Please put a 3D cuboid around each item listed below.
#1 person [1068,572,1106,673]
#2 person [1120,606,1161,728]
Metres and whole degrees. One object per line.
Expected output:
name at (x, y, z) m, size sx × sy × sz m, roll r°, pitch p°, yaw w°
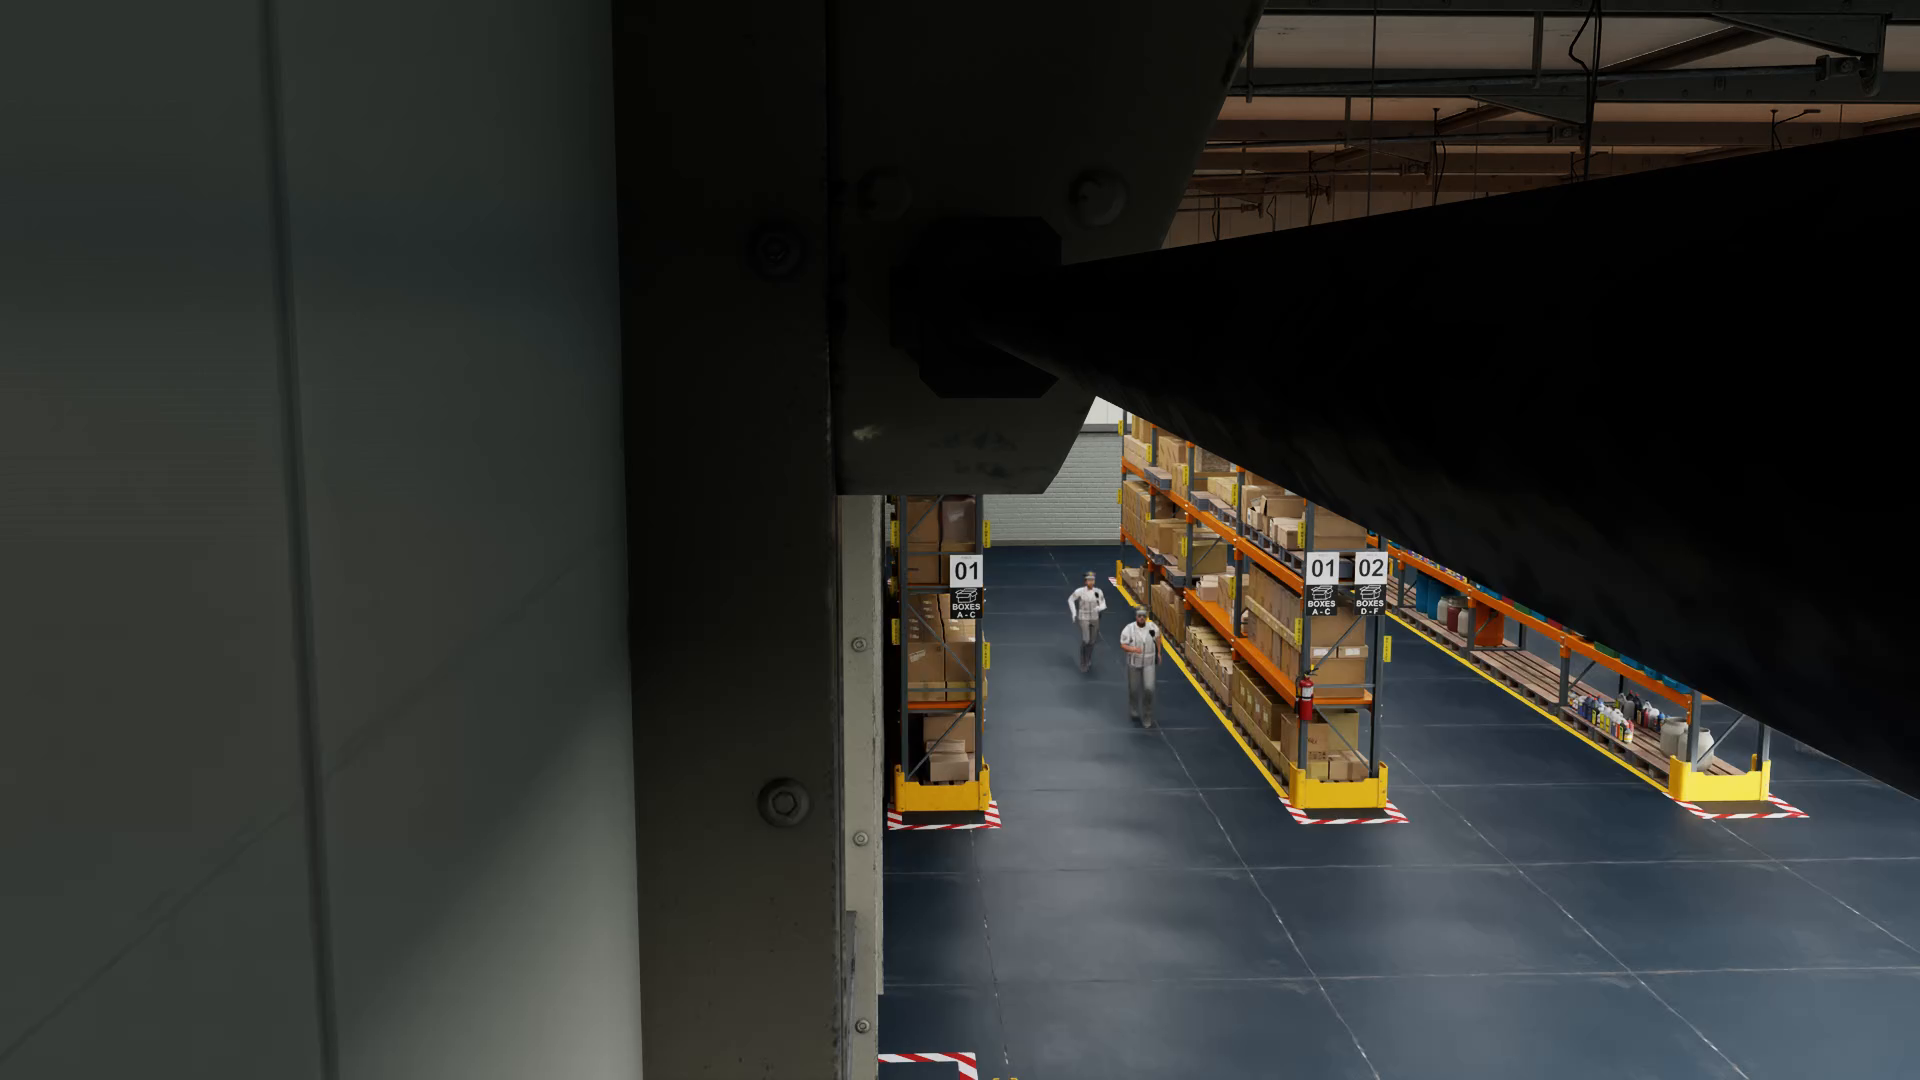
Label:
person at (2.169, 1.378, 28.014) m, size 0.573 × 1.718 × 0.685 m, roll -2°, pitch 9°, yaw -12°
person at (2.676, 1.859, 24.567) m, size 0.638 × 1.834 × 0.853 m, roll 0°, pitch 8°, yaw 0°
